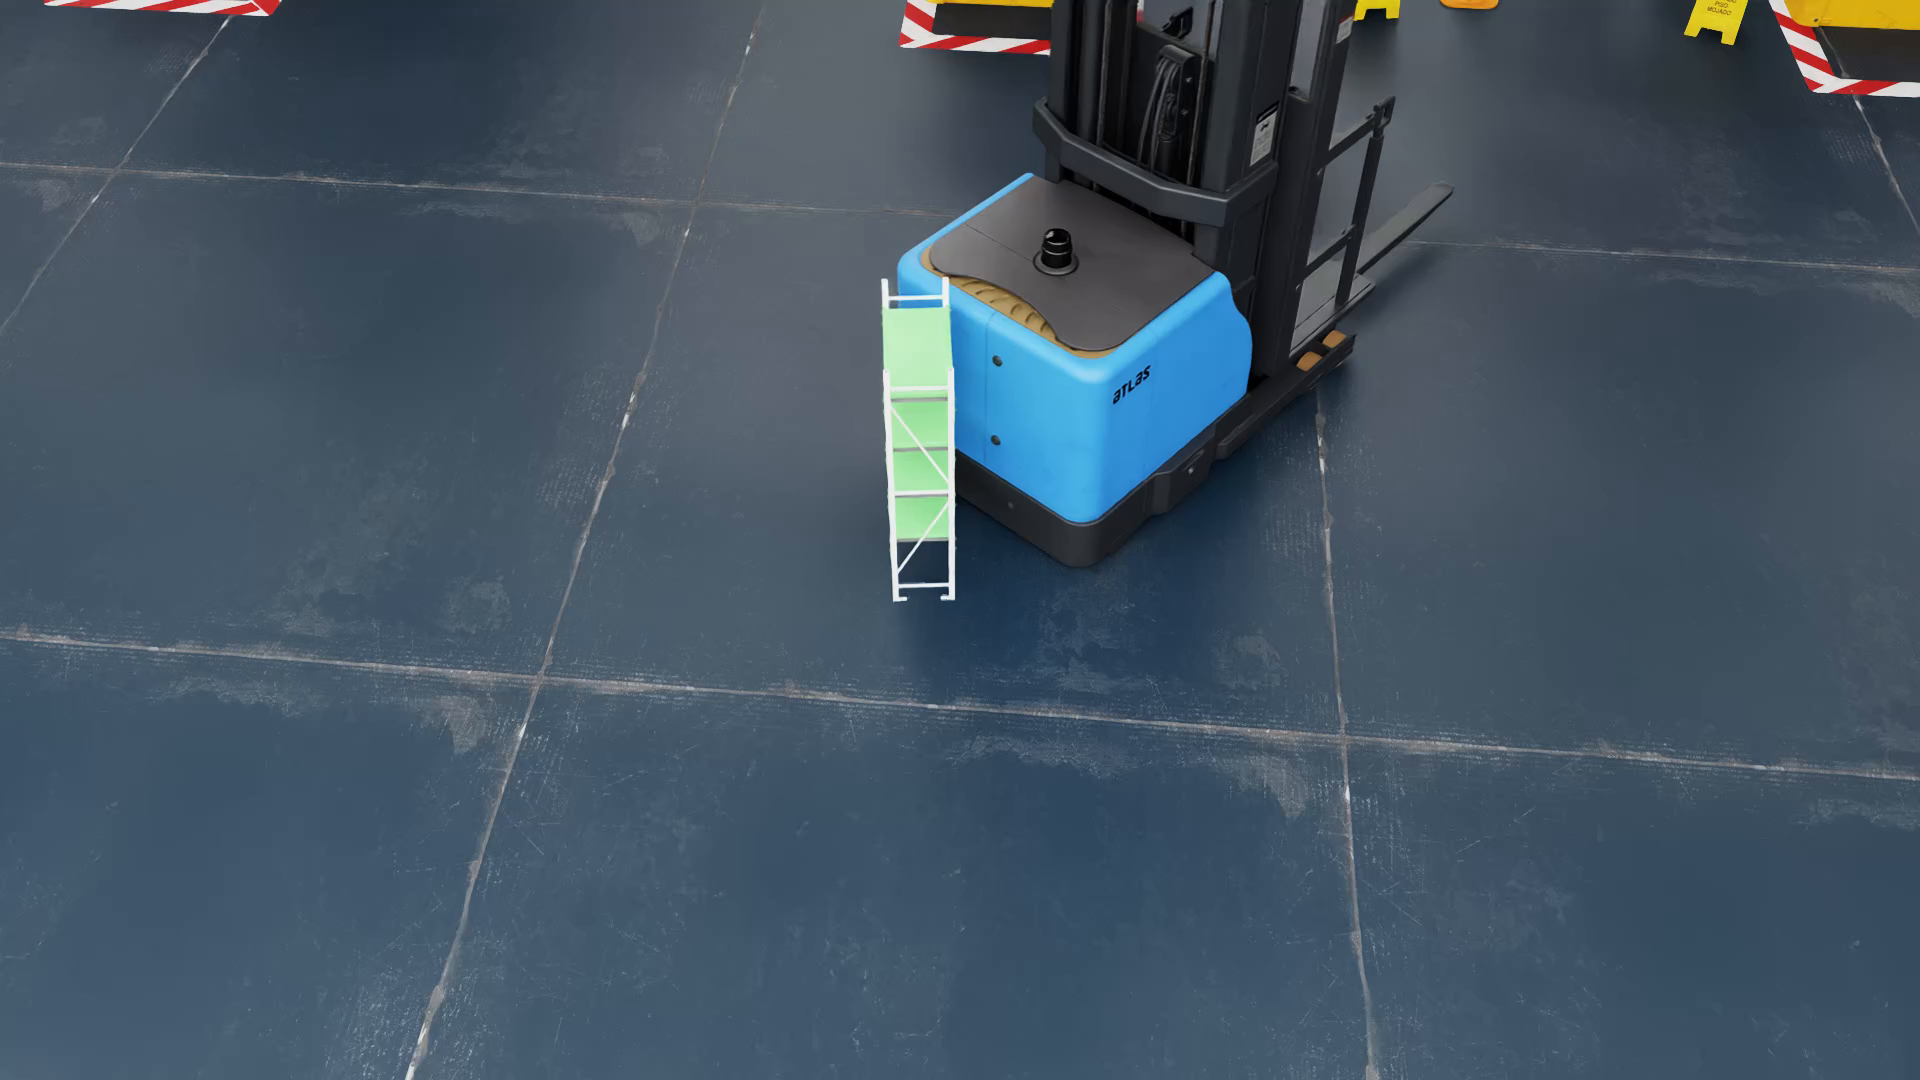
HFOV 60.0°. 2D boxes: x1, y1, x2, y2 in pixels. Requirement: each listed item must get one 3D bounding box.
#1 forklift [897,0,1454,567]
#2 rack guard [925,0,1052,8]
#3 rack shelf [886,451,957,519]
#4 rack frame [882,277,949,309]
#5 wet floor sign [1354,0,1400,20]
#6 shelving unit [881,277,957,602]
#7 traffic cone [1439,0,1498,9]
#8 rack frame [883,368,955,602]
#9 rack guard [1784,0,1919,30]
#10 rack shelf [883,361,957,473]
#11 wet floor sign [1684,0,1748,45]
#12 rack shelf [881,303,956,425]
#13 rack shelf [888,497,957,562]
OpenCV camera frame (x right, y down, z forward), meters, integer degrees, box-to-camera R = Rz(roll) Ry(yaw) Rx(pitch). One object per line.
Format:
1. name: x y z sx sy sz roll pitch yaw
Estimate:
1. forklift: 1.112 -1.886 6.488 1.130 2.935 3.031 34 56 27
2. rack guard: 0.381 -3.352 9.477 1.175 0.500 0.348 4 48 4
3. rack shelf: -0.151 -0.309 6.306 0.258 0.148 0.480 -2 48 -2
4. rack frame: -0.161 -0.532 6.423 0.240 1.200 0.015 -2 48 -2
5. wet floor sign: 2.352 -3.265 9.299 0.267 0.644 0.232 -4 48 -3
6. shelving unit: -0.151 -0.352 6.259 0.258 1.200 0.503 -2 48 -2
7. traffic cone: 2.940 -3.326 9.479 0.336 0.463 0.334 4 48 4
8. rack frame: -0.141 -0.172 6.094 0.240 1.200 0.015 -2 48 -2
9. rack guard: 5.328 -3.167 9.308 1.175 0.500 0.348 4 48 4
10. rack shelf: -0.151 -0.471 6.129 0.258 0.148 0.480 -2 48 -2
11. wet floor sign: 4.239 -3.093 9.141 0.267 0.644 0.232 19 50 17
12. rack shelf: -0.151 -0.633 5.952 0.258 0.148 0.480 -2 48 -2
13. rack shelf: -0.151 -0.147 6.483 0.258 0.148 0.480 -2 48 -2
